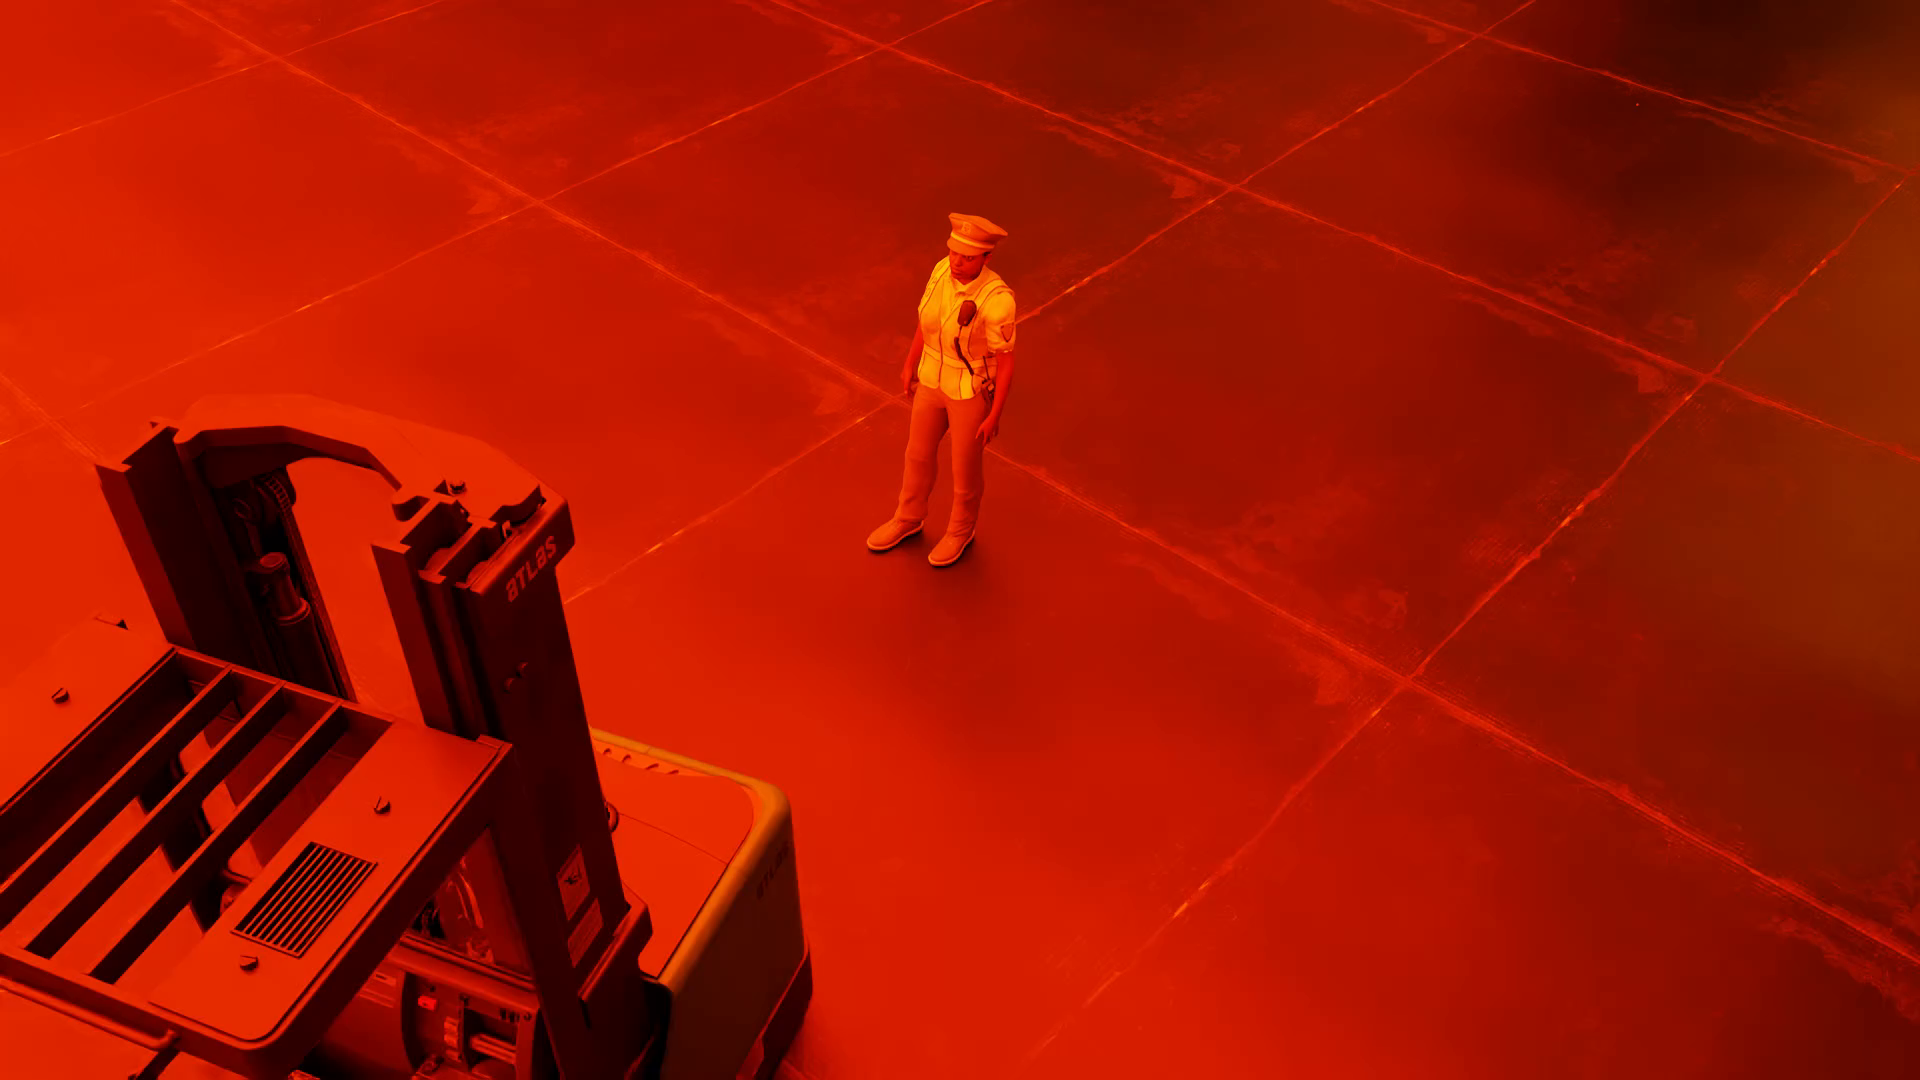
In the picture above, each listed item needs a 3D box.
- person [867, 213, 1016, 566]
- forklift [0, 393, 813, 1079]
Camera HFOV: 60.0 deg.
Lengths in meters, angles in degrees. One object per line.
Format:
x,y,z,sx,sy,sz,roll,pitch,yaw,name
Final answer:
-0.066,-0.621,7.090,0.570,1.697,0.526,31,49,31,person
-1.522,1.249,3.972,1.130,2.935,3.031,14,43,16,forklift
